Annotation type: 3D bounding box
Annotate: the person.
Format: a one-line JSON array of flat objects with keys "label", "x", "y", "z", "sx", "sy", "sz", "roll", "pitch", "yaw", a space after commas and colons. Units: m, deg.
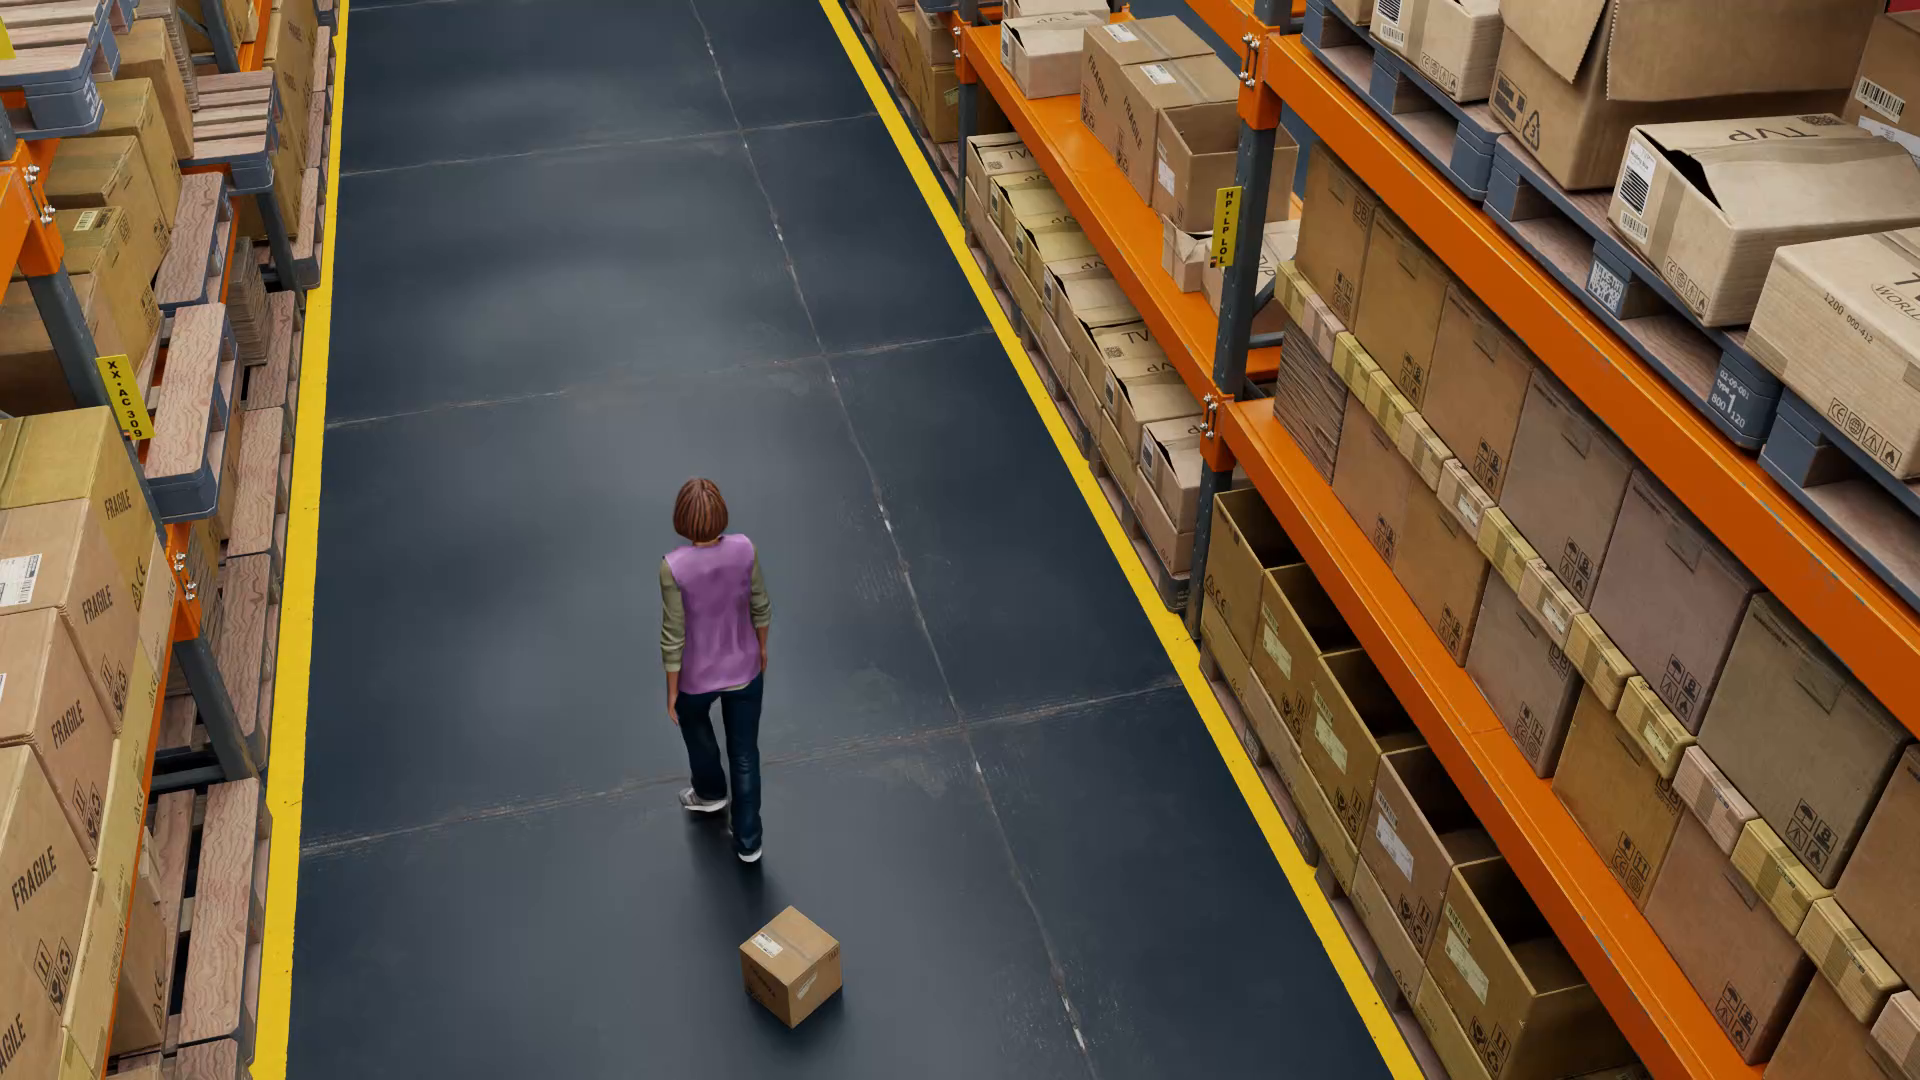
[{"label": "person", "x": -0.869, "y": 0.520, "z": 6.099, "sx": 0.440, "sy": 1.638, "sz": 0.532, "roll": -13, "pitch": 40, "yaw": -16}]
